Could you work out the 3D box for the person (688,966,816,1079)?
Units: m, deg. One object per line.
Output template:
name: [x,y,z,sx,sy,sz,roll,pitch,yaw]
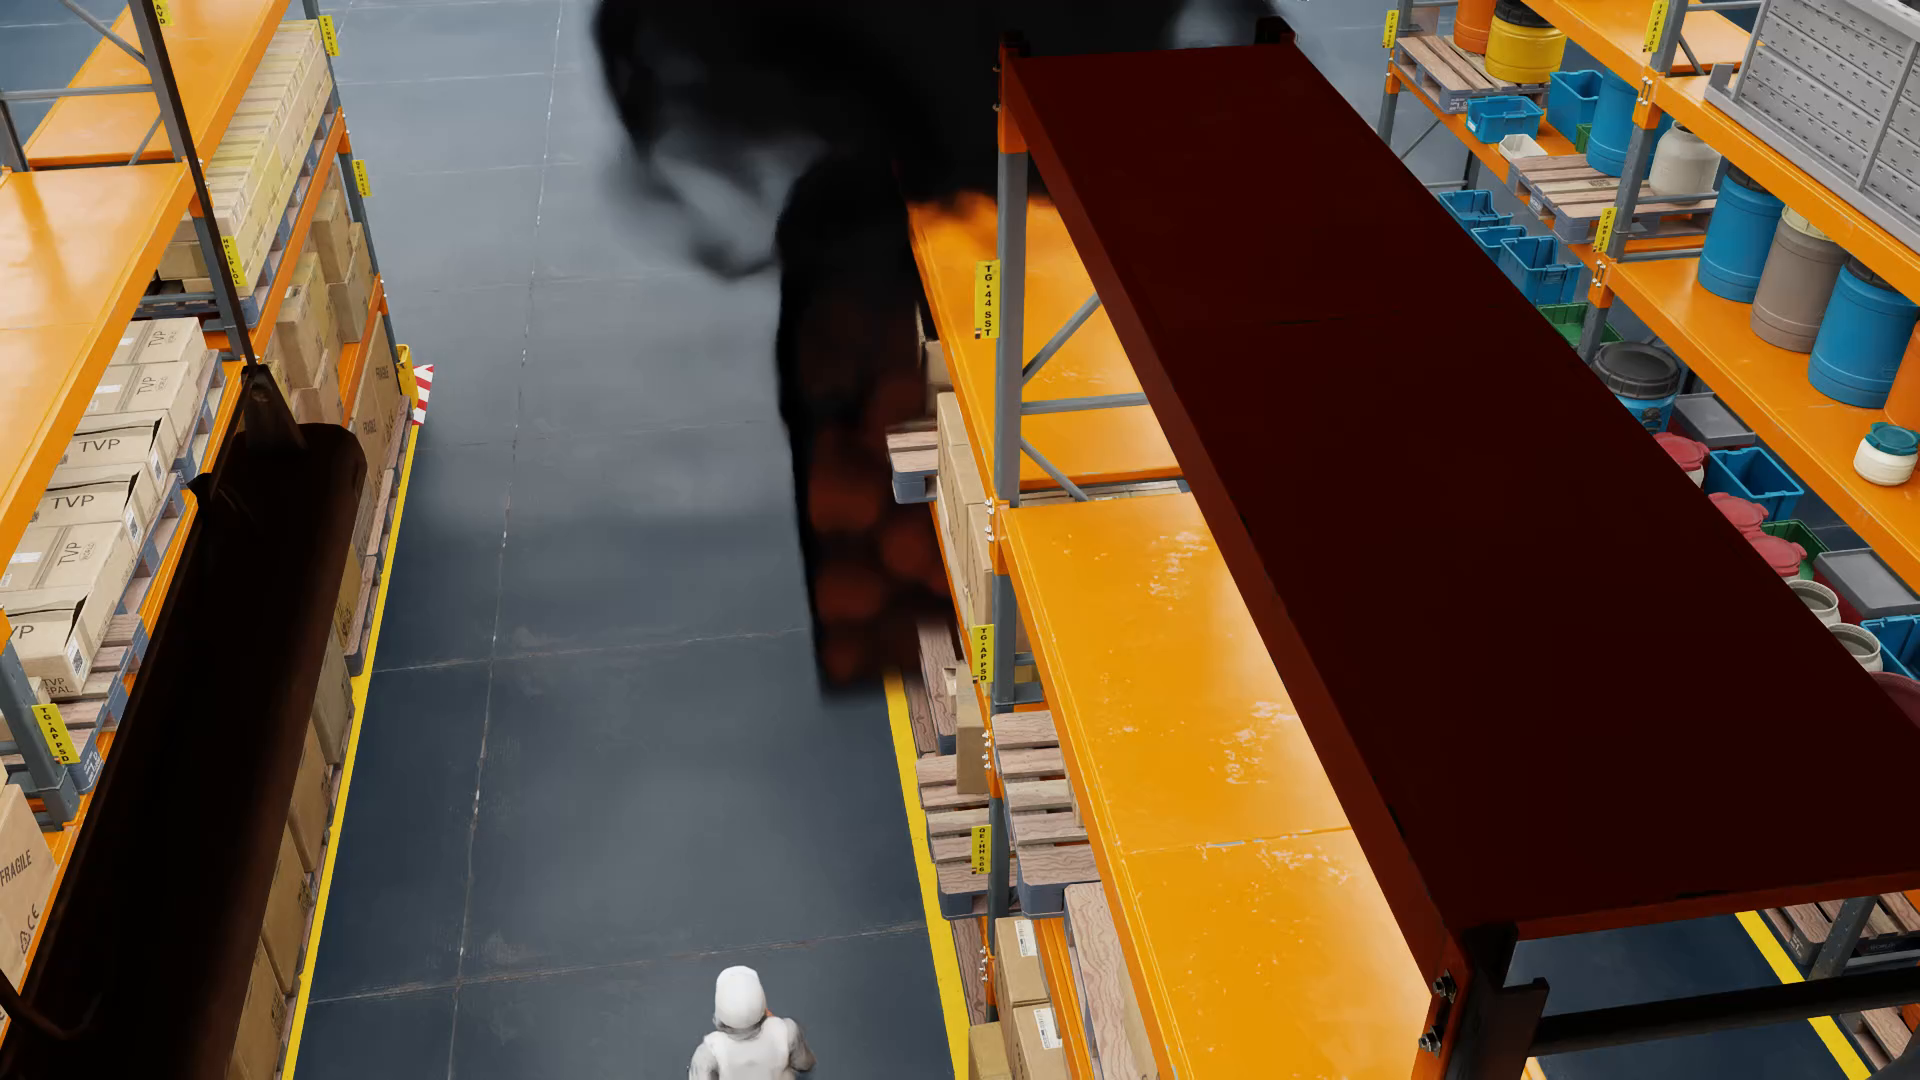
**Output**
person: [-0.956,2.703,7.781,0.610,1.821,0.845,-5,37,-7]
